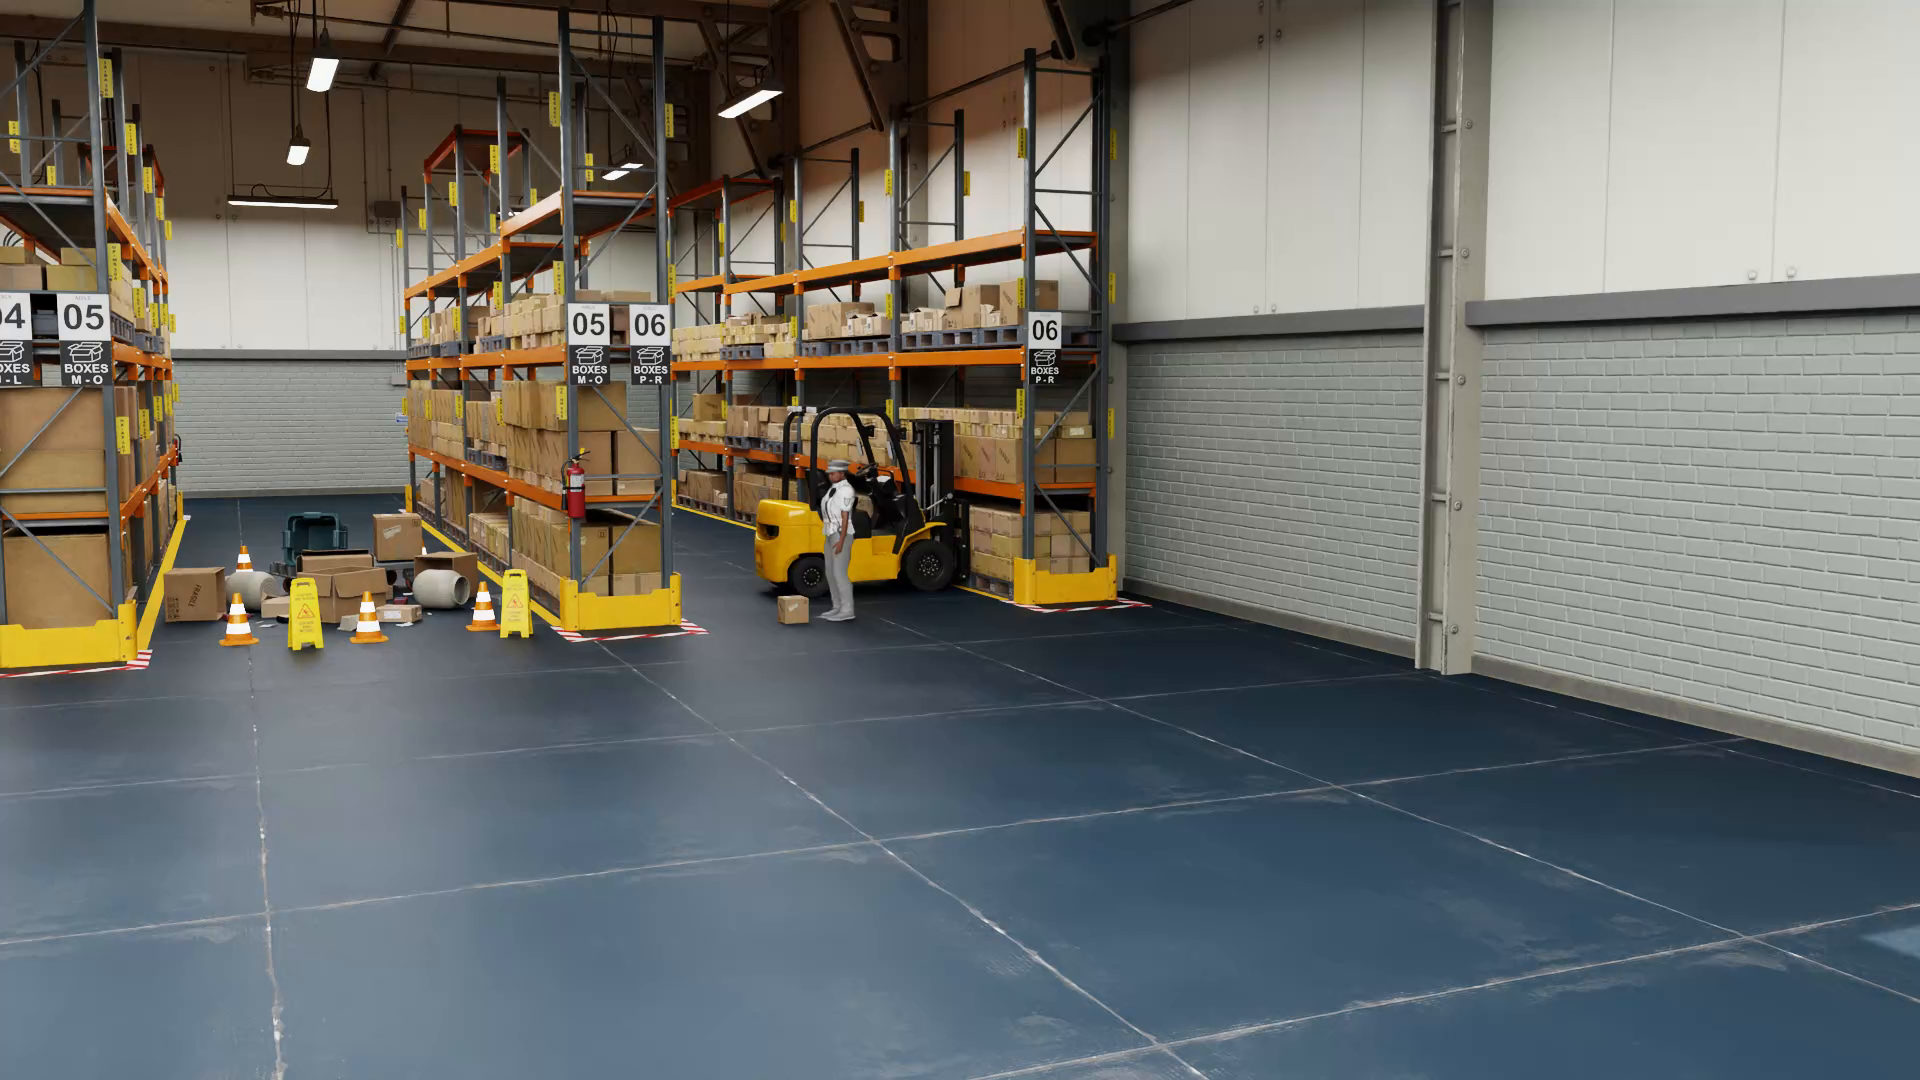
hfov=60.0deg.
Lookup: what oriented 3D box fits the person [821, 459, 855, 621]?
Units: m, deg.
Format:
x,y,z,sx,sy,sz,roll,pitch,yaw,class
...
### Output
x,y,z,sx,sy,sz,roll,pitch,yaw,class
-1.253,-0.003,17.091,0.341,1.659,0.438,-2,6,-23,person
